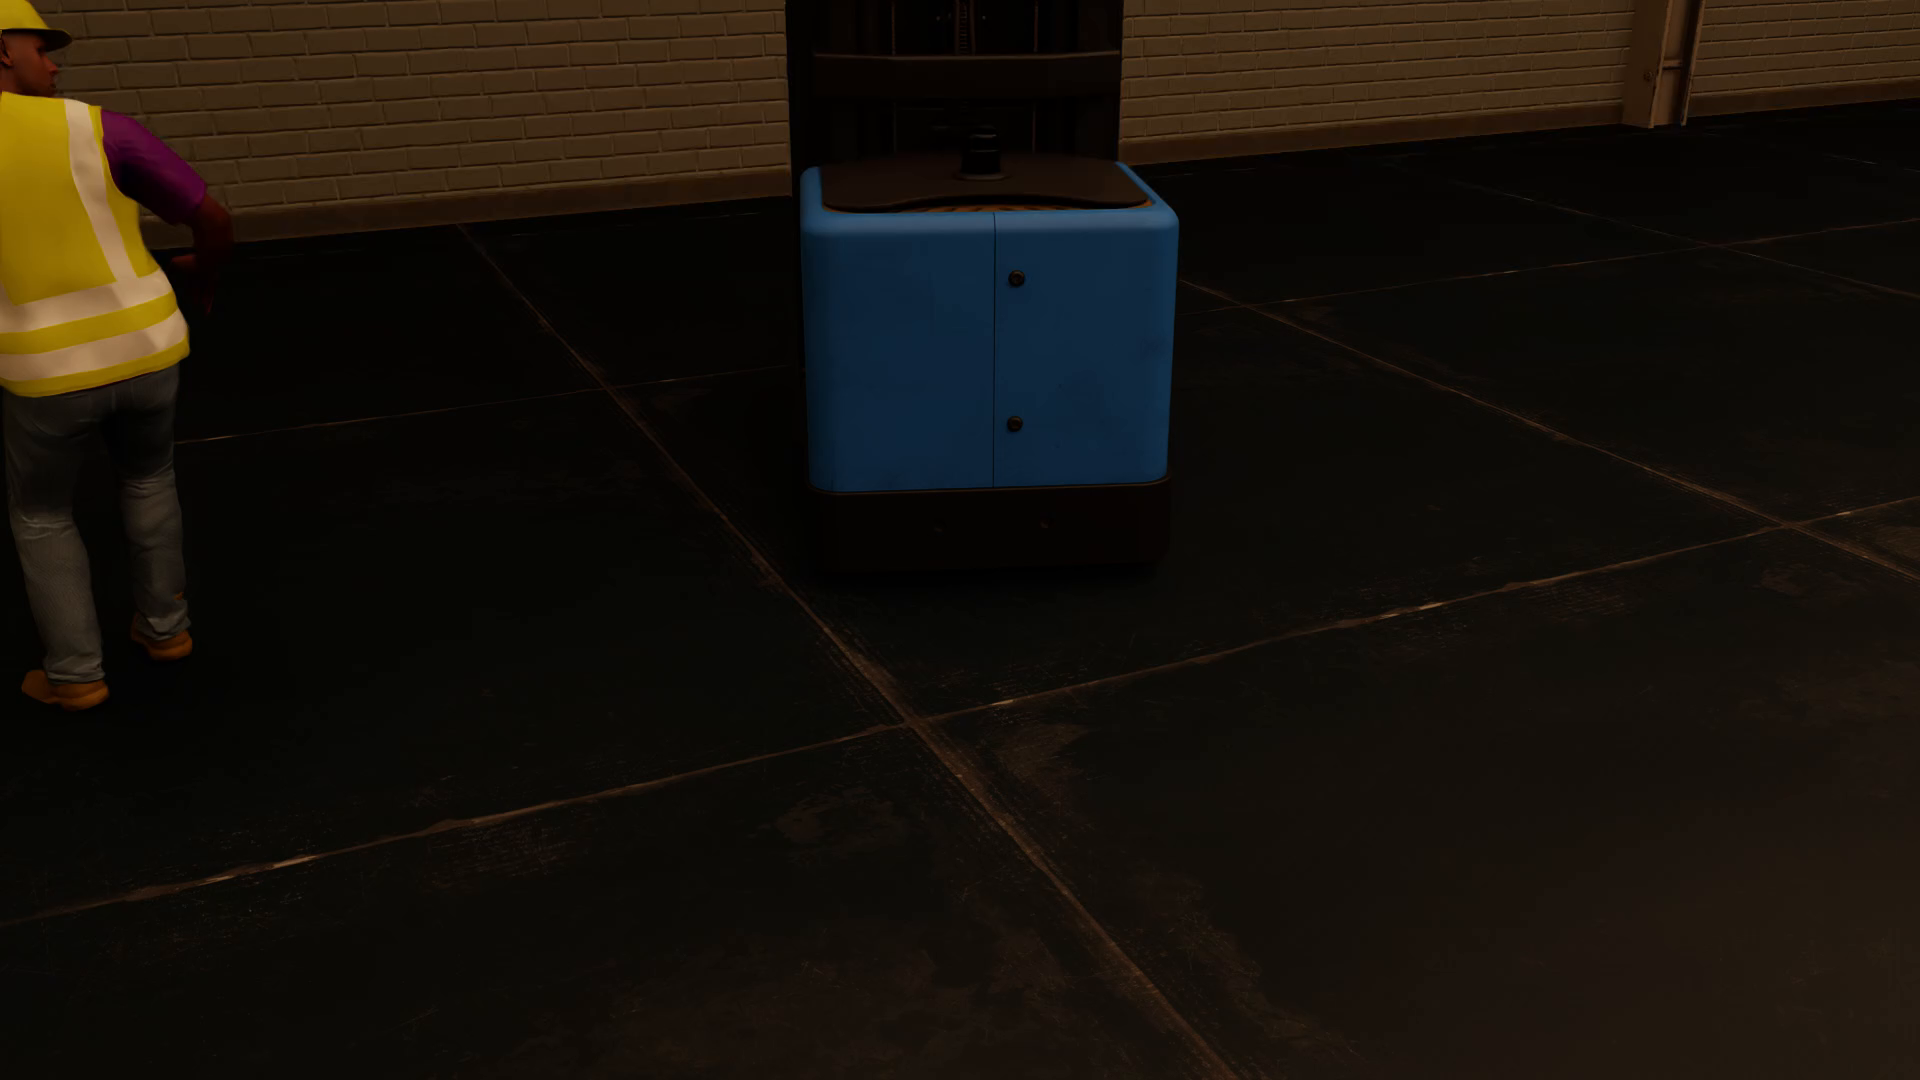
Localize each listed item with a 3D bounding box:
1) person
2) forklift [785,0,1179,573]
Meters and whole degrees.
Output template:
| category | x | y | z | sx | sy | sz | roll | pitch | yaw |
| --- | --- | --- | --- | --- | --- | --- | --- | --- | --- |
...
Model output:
| category | x | y | z | sx | sy | sz | roll | pitch | yaw |
| --- | --- | --- | --- | --- | --- | --- | --- | --- | --- |
| person | -2.181 | -0.449 | 4.031 | 0.821 | 1.716 | 0.645 | -14 | 26 | -30 |
| forklift | -0.041 | -1.785 | 5.584 | 1.130 | 2.935 | 3.031 | -2 | 23 | -5 |
